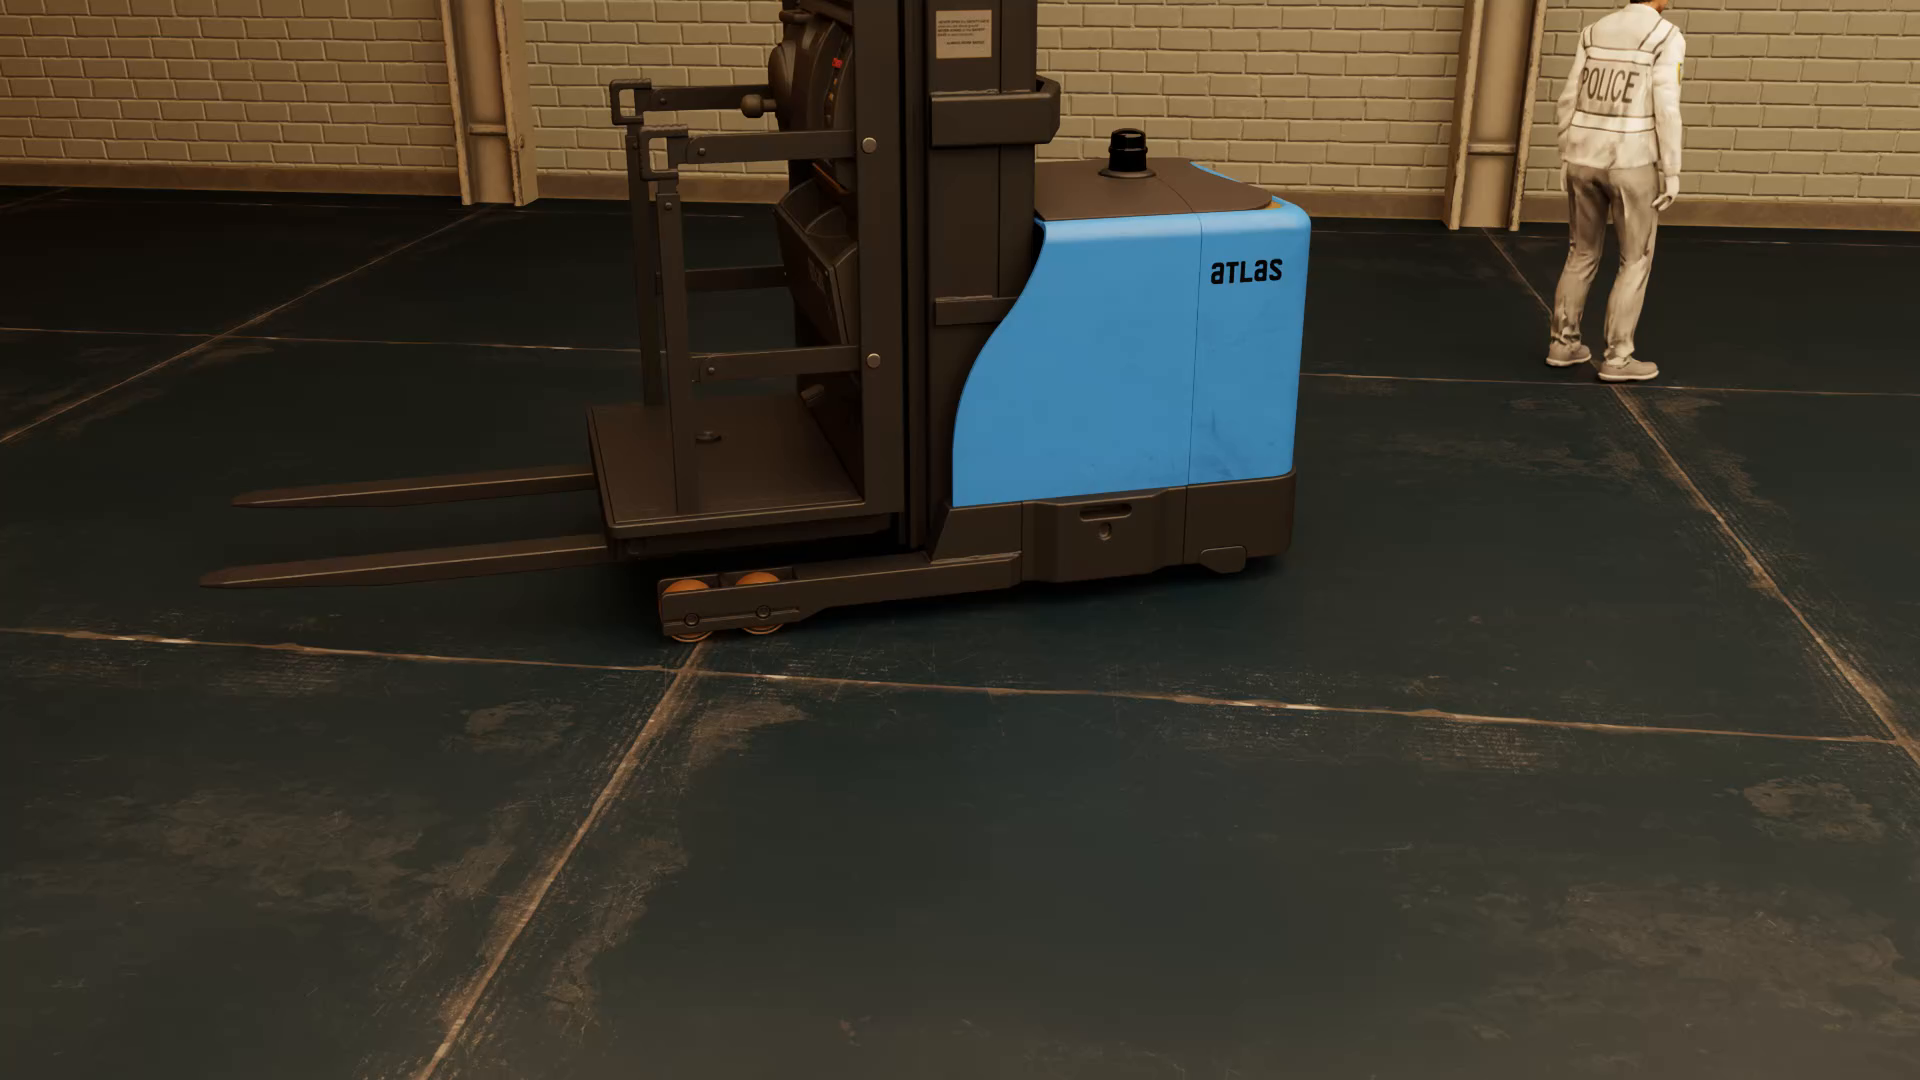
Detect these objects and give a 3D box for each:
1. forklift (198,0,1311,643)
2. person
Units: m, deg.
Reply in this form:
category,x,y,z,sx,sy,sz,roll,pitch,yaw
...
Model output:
category,x,y,z,sx,sy,sz,roll,pitch,yaw
forklift,-0.588,-1.301,4.485,3.031,2.935,1.130,-6,23,-14
person,2.617,-1.477,6.627,0.371,1.664,0.530,-15,26,-33
